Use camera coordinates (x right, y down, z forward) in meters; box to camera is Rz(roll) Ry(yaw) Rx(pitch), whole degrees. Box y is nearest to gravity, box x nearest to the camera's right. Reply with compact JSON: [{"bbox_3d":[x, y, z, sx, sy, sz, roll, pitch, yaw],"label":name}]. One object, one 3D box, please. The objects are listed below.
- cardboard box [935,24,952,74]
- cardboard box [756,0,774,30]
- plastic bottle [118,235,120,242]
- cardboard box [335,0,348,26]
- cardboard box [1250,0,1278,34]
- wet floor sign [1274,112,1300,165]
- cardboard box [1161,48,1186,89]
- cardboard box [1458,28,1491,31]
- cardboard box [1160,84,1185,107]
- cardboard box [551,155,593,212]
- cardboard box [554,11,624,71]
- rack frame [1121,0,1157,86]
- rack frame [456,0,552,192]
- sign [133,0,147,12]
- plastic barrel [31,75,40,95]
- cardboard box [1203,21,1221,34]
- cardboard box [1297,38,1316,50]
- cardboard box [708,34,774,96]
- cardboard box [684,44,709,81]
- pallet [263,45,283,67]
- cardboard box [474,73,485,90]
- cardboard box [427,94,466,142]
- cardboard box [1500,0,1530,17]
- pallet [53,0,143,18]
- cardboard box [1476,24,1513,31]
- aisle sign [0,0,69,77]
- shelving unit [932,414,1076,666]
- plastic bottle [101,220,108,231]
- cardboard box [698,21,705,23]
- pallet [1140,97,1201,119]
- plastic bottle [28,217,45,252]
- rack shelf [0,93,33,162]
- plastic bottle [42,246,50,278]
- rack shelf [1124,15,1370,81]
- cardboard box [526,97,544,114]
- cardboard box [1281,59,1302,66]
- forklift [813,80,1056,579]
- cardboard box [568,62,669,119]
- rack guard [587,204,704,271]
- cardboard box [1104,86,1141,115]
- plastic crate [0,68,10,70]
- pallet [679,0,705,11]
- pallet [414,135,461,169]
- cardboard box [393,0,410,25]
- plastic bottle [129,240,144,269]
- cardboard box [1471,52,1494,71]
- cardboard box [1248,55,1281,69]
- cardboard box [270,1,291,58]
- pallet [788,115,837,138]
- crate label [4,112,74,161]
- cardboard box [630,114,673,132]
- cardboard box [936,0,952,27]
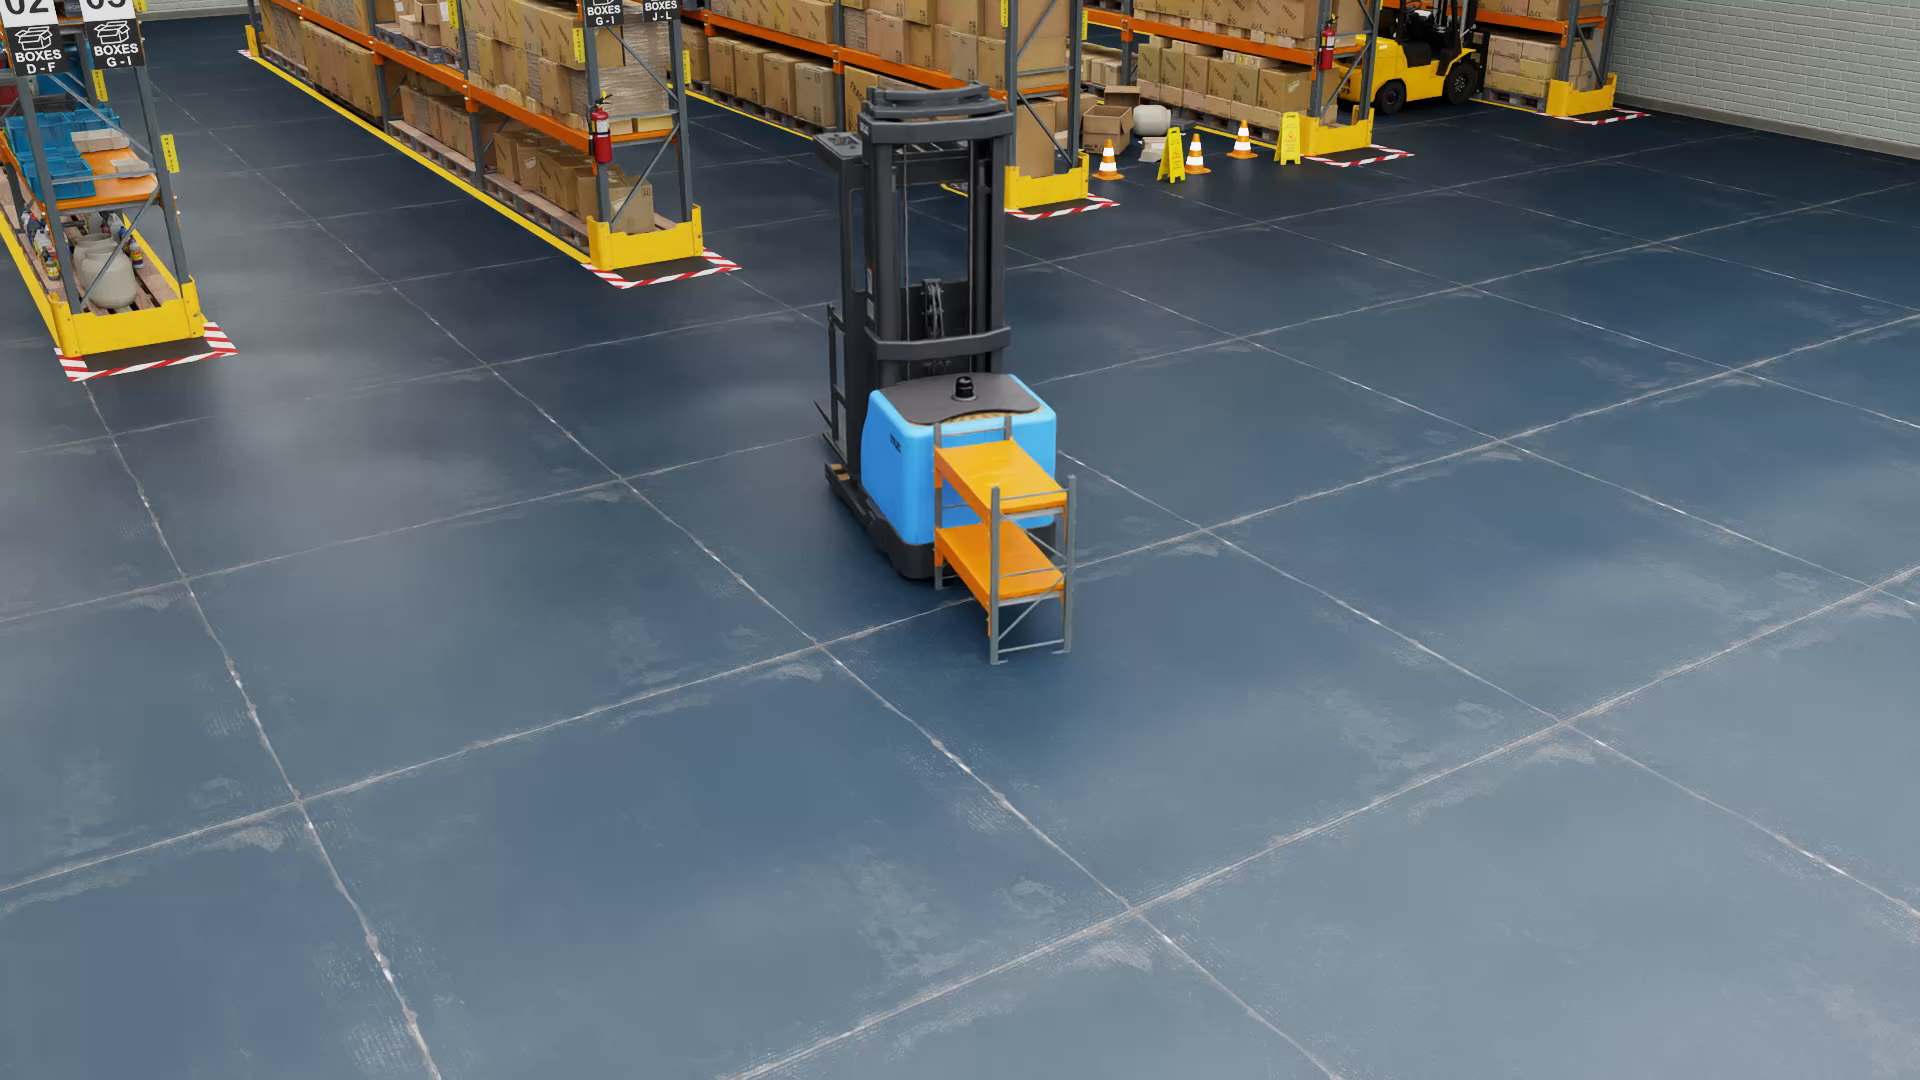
[{"bbox_3d":[0.204,-6.020,20.314,0.875,0.550,0.550,-16,29,-30],"label":"cardboard box"},{"bbox_3d":[-2.560,-7.552,23.617,0.500,0.500,0.500,-16,30,-30],"label":"cardboard box"},{"bbox_3d":[-8.534,-3.057,16.975,0.097,0.201,0.097,0,25,0],"label":"plastic bottle"},{"bbox_3d":[-8.645,-7.680,23.887,0.500,0.500,0.500,-17,30,-31],"label":"cardboard box"},{"bbox_3d":[4.259,-7.089,22.287,0.500,0.500,0.500,-15,29,-29],"label":"cardboard box"},{"bbox_3d":[4.263,-5.217,21.545,0.267,0.644,0.232,-6,26,-12],"label":"wet floor sign"},{"bbox_3d":[3.270,-6.853,24.103,0.500,0.500,0.500,-14,29,-28],"label":"cardboard box"},{"bbox_3d":[7.862,-7.790,25.796,0.500,0.250,0.500,-16,30,-31],"label":"cardboard box"},{"bbox_3d":[3.269,-6.514,24.264,0.500,0.250,0.500,-14,29,-27],"label":"cardboard box"},{"bbox_3d":[-4.255,-4.010,18.668,0.500,0.500,0.500,-13,28,-25],"label":"cardboard box"},{"bbox_3d":[-3.754,-5.061,16.819,0.500,0.500,0.500,-16,29,-30],"label":"cardboard box"},{"bbox_3d":[2.872,-8.030,24.746,1.000,3.000,0.127,-16,29,-30],"label":"rack frame"},{"bbox_3d":[-5.431,-5.720,19.853,1.000,3.000,0.127,-16,29,-30],"label":"rack frame"},{"bbox_3d":[-6.934,-4.622,14.004,0.100,0.325,0.005,-16,29,-30],"label":"sign"},{"bbox_3d":[-9.919,-5.021,18.212,0.433,0.535,0.433,0,25,0],"label":"plastic barrel"},{"bbox_3d":[3.627,-7.185,23.251,0.380,0.149,0.250,-16,29,-30],"label":"cardboard box"},{"bbox_3d":[4.673,-6.569,21.946,0.380,0.149,0.250,-14,29,-28],"label":"cardboard box"},{"bbox_3d":[-3.146,-7.204,25.141,1.050,0.750,0.750,-16,30,-30],"label":"cardboard box"},{"bbox_3d":[-3.982,-7.505,26.070,0.500,0.500,0.500,-16,29,-30],"label":"cardboard box"},{"bbox_3d":[-11.479,-8.484,28.974,1.003,0.211,1.213,-16,29,-30],"label":"pallet"},{"bbox_3d":[-5.440,-5.367,19.400,0.380,0.149,0.250,-16,29,-30],"label":"cardboard box"},{"bbox_3d":[-6.603,-5.588,21.986,0.700,0.500,0.500,-13,28,-25],"label":"cardboard box"},{"bbox_3d":[8.449,-8.105,24.788,0.500,0.500,0.500,-15,29,-28],"label":"cardboard box"},{"bbox_3d":[-7.767,-4.725,14.453,1.003,0.211,1.213,-16,29,-30],"label":"pallet"},{"bbox_3d":[8.295,-7.916,26.062,0.500,0.250,0.500,-16,30,-31],"label":"cardboard box"},{"bbox_3d":[-7.607,-4.216,13.622,0.394,0.787,0.004,-16,29,-30],"label":"aisle sign"},{"bbox_3d":[0.247,-0.021,9.976,0.538,1.125,1.048,-8,27,-17],"label":"shelving unit"},{"bbox_3d":[-8.778,-3.156,17.088,0.061,0.283,0.133,-16,29,-30],"label":"plastic bottle"},{"bbox_3d":[-3.854,-8.154,26.566,0.500,0.250,0.500,-16,30,-30],"label":"cardboard box"},{"bbox_3d":[3.269,-6.537,24.849,1.003,0.211,1.213,-16,29,-30],"label":"pallet"},{"bbox_3d":[-9.385,-3.114,16.920,0.144,0.351,0.185,-17,30,-32],"label":"plastic bottle"},{"bbox_3d":[-10.672,-4.956,19.077,1.077,0.370,4.000,-16,29,-30],"label":"rack shelf"},{"bbox_3d":[-8.846,-2.698,16.118,0.061,0.283,0.133,-15,29,-28],"label":"plastic bottle"},{"bbox_3d":[3.964,-6.989,23.384,1.077,0.370,4.000,-16,29,-30],"label":"rack shelf"},{"bbox_3d":[-4.482,-4.742,18.075,0.380,0.149,0.250,-16,29,-30],"label":"cardboard box"},{"bbox_3d":[4.545,-6.432,23.212,0.500,0.500,0.500,-17,30,-31],"label":"cardboard box"},{"bbox_3d":[-0.338,-1.684,11.385,1.130,2.935,3.031,-8,27,-17],"label":"forklift"},{"bbox_3d":[-3.524,-4.672,17.168,0.875,0.500,0.500,-16,29,-30],"label":"cardboard box"},{"bbox_3d":[-3.289,-3.186,17.414,1.175,0.500,0.348,-16,29,-30],"label":"rack guard"},{"bbox_3d":[2.317,-6.200,23.795,0.500,0.500,0.500,3,25,6],"label":"cardboard box"},{"bbox_3d":[-10.443,-4.881,18.094,0.392,0.384,0.575,-16,29,-30],"label":"plastic crate"},{"bbox_3d":[-3.882,-8.414,25.784,1.213,0.211,1.003,-16,29,-30],"label":"pallet"},{"bbox_3d":[-6.527,-5.174,21.963,1.003,0.211,1.213,-16,29,-30],"label":"pallet"},{"bbox_3d":[-7.286,-7.202,22.384,0.500,0.500,0.500,-20,32,-36],"label":"cardboard box"},{"bbox_3d":[-8.126,-2.822,16.394,0.097,0.271,0.097,0,25,0],"label":"plastic bottle"},{"bbox_3d":[8.121,-7.393,25.539,0.500,0.250,0.500,-16,30,-31],"label":"cardboard box"},{"bbox_3d":[4.144,-6.519,22.637,0.380,0.149,0.250,-15,29,-28],"label":"cardboard box"},{"bbox_3d":[-11.068,-8.706,28.174,0.875,0.875,0.875,-16,29,-30],"label":"cardboard box"},{"bbox_3d":[-1.704,-5.837,23.368,1.003,0.211,1.213,-16,29,-30],"label":"pallet"},{"bbox_3d":[-8.628,-3.747,15.631,0.502,0.435,0.616,-16,29,-30],"label":"crate label"},{"bbox_3d":[-3.203,-4.333,17.210,0.380,0.149,0.250,-16,29,-30],"label":"cardboard box"},{"bbox_3d":[0.224,-6.514,20.095,0.875,0.550,0.550,-16,29,-30],"label":"cardboard box"}]
